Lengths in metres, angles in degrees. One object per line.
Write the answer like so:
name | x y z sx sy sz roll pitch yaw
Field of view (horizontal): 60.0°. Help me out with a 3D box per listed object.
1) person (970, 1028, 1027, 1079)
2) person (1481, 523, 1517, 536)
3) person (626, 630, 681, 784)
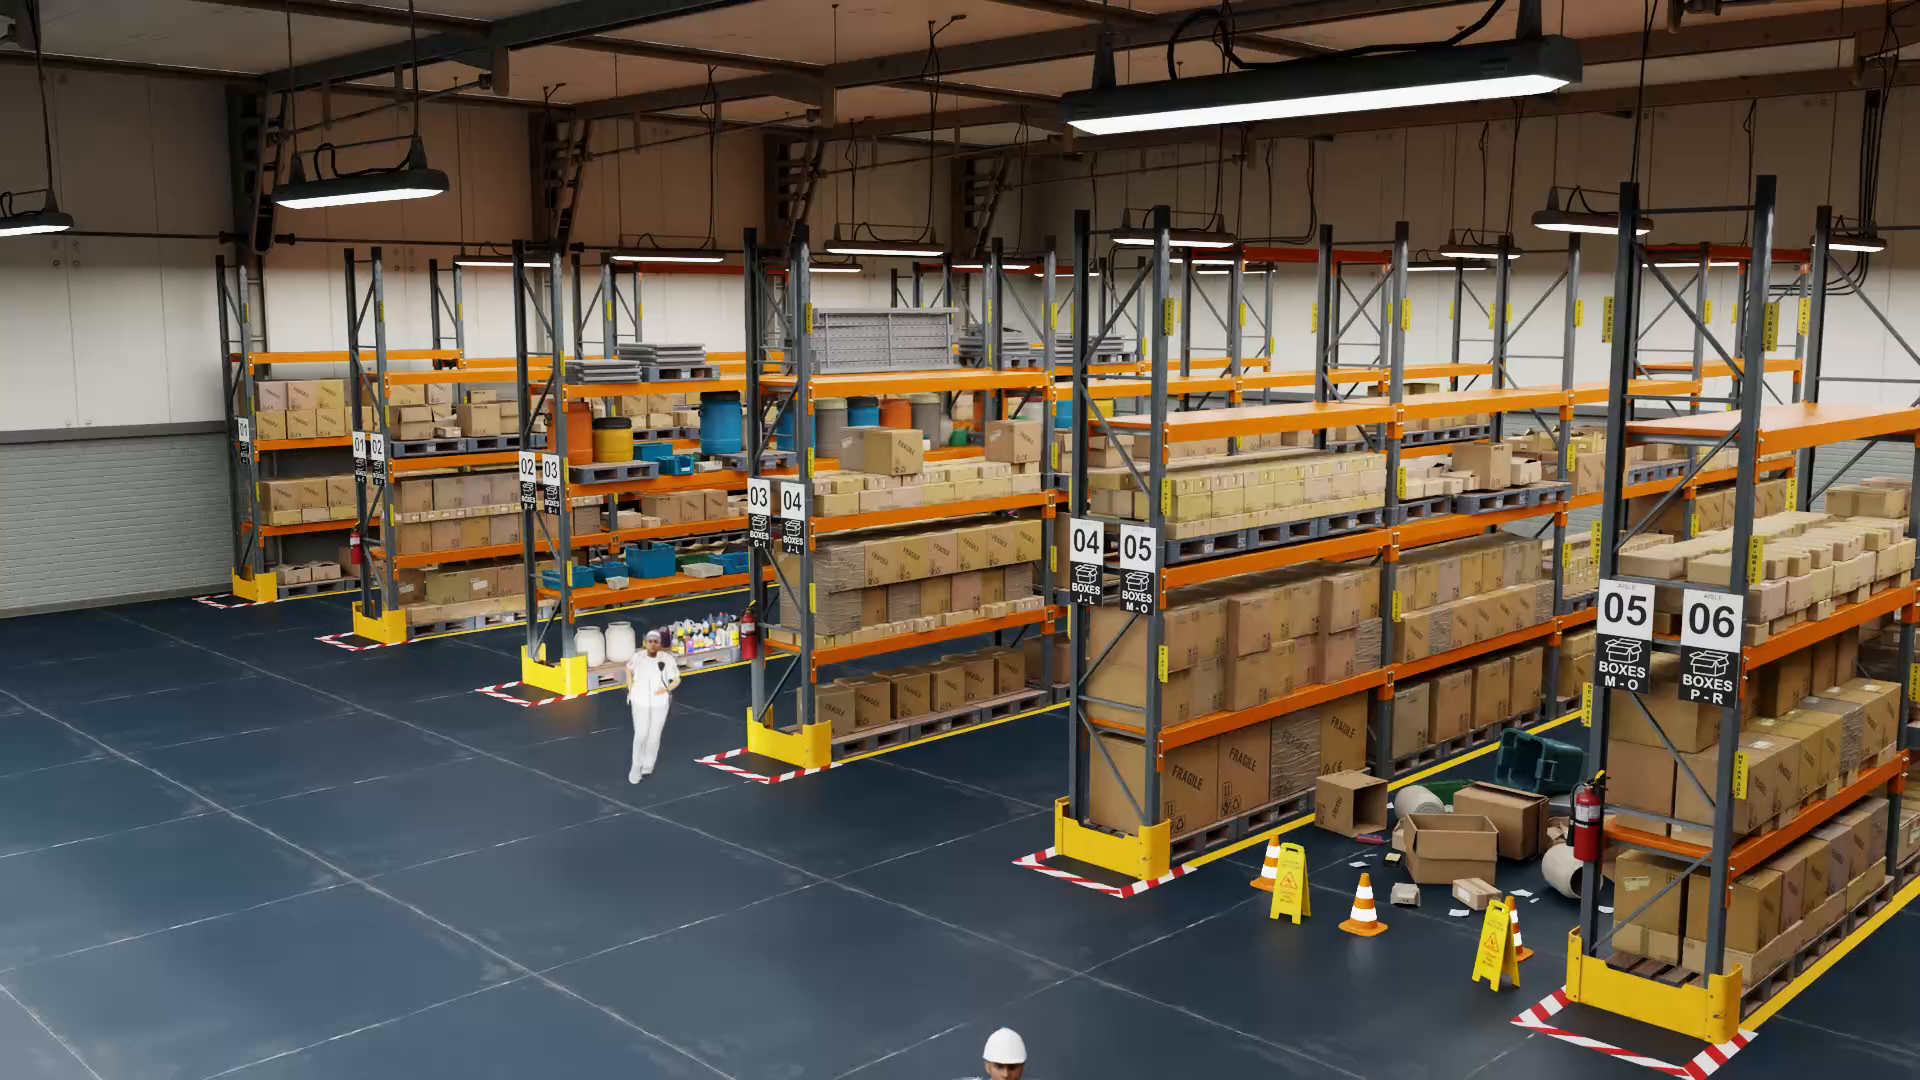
person | 0.194 3.180 7.901 0.675 1.738 0.688 -1 8 -5
person | 8.717 0.480 27.032 0.716 1.765 0.930 5 10 32
person | -3.336 1.789 18.108 0.591 1.642 0.652 -1 8 -9
